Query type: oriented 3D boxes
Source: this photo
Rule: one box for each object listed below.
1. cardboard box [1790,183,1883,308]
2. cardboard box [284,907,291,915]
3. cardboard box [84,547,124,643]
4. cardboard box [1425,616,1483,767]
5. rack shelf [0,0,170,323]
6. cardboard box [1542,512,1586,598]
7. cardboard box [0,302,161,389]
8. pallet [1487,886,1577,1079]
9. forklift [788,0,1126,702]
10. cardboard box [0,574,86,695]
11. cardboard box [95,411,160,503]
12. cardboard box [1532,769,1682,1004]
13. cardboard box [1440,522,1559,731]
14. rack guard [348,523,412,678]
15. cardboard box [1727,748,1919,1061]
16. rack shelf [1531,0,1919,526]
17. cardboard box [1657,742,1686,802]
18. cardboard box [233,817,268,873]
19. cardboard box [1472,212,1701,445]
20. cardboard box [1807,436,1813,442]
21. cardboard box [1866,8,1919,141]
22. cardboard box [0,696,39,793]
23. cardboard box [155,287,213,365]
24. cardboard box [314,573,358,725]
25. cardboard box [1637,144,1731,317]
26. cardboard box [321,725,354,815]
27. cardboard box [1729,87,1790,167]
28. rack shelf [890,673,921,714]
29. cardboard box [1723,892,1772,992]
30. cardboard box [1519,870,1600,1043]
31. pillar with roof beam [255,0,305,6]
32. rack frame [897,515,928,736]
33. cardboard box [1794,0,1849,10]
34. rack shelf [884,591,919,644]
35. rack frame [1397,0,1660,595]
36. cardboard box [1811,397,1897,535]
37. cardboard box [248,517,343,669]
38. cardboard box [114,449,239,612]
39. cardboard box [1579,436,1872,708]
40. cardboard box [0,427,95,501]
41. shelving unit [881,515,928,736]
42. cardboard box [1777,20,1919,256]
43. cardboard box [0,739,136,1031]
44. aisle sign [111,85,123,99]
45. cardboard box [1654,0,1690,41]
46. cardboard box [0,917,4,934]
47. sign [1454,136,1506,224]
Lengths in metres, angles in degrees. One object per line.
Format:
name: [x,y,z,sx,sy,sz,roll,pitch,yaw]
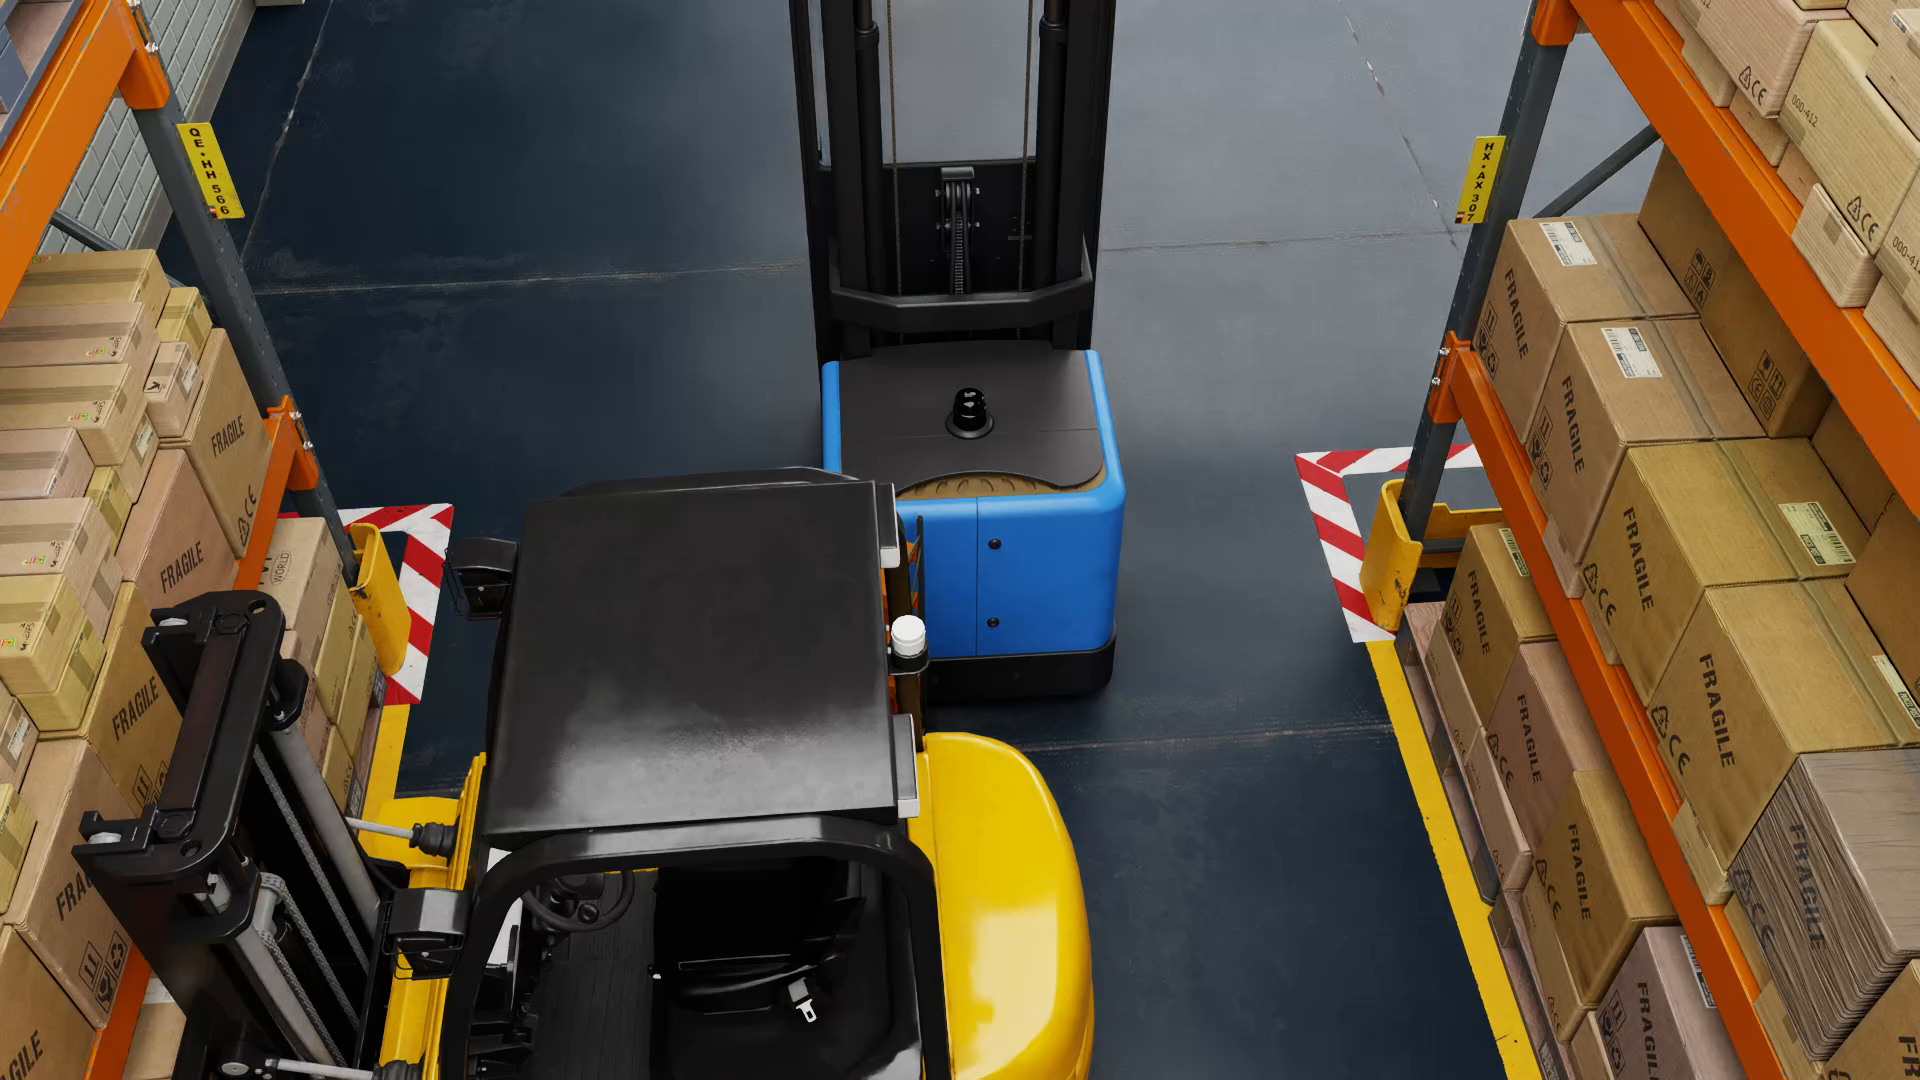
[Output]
cardboard box: [2.019,-0.633,3.527,0.380,0.149,0.250,-3,47,-3]
cardboard box: [-2.295,1.120,5.020,0.500,0.250,0.500,-4,47,-4]
cardboard box: [-2.344,0.143,4.169,0.380,0.149,0.250,-5,47,-5]
cardboard box: [1.995,0.519,5.934,0.500,0.250,0.500,-4,47,-4]
rack shelf: [-2.576,0.085,3.170,1.077,0.370,4.000,-3,47,-3]
cardboard box: [1.977,0.027,4.968,0.380,0.149,0.250,-3,47,-3]
cardboard box: [-2.451,-0.515,4.588,0.380,0.149,0.250,-3,47,-3]
pallet: [2.341,1.602,5.224,1.003,0.211,1.213,-3,47,-3]
forklift: [-0.042,-1.460,6.250,1.130,2.935,3.031,-3,47,-3]
cardboard box: [-2.296,0.226,3.886,0.380,0.149,0.250,-3,47,-3]
cardboard box: [-2.423,-0.227,4.520,0.380,0.149,0.250,-3,47,-3]
cardboard box: [2.079,1.020,4.943,0.500,0.500,0.500,-3,47,-3]
cardboard box: [1.997,0.278,5.645,0.500,0.500,0.500,-5,47,-5]
rack guard: [-2.745,0.264,6.292,1.175,0.500,0.348,-3,47,-3]
cardboard box: [2.155,0.821,3.769,0.500,0.500,0.500,-2,47,-2]
rack shelf: [2.370,-0.220,3.458,1.077,0.370,4.000,-3,47,-3]
cardboard box: [2.107,0.592,4.432,0.380,0.149,0.250,-5,47,-4]
cardboard box: [-2.293,0.927,4.859,0.500,0.250,0.500,-3,47,-3]
cardboard box: [1.966,-0.660,5.172,0.500,0.500,0.500,-4,47,-4]
cardboard box: [2.560,-0.281,4.813,0.500,0.500,0.500,-3,47,-3]
cardboard box: [2.029,-0.913,3.243,0.380,0.149,0.250,-2,47,-2]
cardboard box: [-2.372,0.511,3.821,0.380,0.149,0.250,-4,47,-4]
cardboard box: [-2.435,-0.602,4.875,0.380,0.149,0.250,-3,47,-3]
cardboard box: [-2.391,0.384,5.717,0.500,0.250,0.500,-4,47,-4]
cardboard box: [2.463,-1.007,4.812,0.700,0.500,0.500,-5,47,-4]
cardboard box: [-2.357,0.904,5.569,0.500,0.250,0.500,-3,47,-3]
cardboard box: [2.051,-1.012,3.886,0.380,0.149,0.250,-4,47,-4]
rack shelf: [-0.395,0.535,5.919,0.480,0.148,0.258,15,48,14]
cardboard box: [2.127,0.962,4.082,0.380,0.149,0.250,-4,47,-4]
cardboard box: [2.088,1.283,5.210,0.500,0.250,0.500,-1,47,-1]
pillar with roof beam: [0.205,-6.685,7.020,9.100,9.000,0.400,-3,47,-3]
rack frame: [-0.167,0.415,5.667,0.015,1.200,0.240,15,48,14]
cardboard box: [1.973,-1.280,3.591,0.380,0.149,0.250,-4,47,-3]
rack shelf: [-0.395,0.245,5.613,0.480,0.148,0.258,15,48,14]
rack frame: [2.203,-0.883,5.656,1.000,3.000,0.127,-3,47,-3]
cardboard box: [2.643,-0.277,4.121,0.700,0.500,0.500,-4,47,-4]
cardboard box: [-2.394,0.193,5.553,0.500,0.250,0.500,-2,47,-2]
cardboard box: [-2.406,0.103,4.654,0.500,0.500,0.500,-2,47,-2]
cardboard box: [2.057,0.083,4.468,0.500,0.500,0.500,-4,47,-4]
cardboard box: [-2.456,-0.143,4.235,0.380,0.149,0.250,-3,47,-3]
shelving unit: [-0.395,0.352,5.726,0.503,1.200,0.258,15,48,14]
cardboard box: [2.080,-0.847,3.456,0.500,0.250,0.500,-2,47,-2]
cardboard box: [-2.310,0.837,3.959,0.500,0.500,0.500,-3,47,-3]
aisle sign: [-2.456,-1.537,4.486,0.394,0.787,0.004,-3,47,-3]
cardboard box: [2.018,-1.383,4.238,0.380,0.149,0.250,-5,47,-5]
cardboard box: [-2.251,0.884,3.468,0.380,0.149,0.250,-5,47,-5]
sign: [1.662,-1.147,5.311,0.100,0.325,0.005,-3,47,-3]
